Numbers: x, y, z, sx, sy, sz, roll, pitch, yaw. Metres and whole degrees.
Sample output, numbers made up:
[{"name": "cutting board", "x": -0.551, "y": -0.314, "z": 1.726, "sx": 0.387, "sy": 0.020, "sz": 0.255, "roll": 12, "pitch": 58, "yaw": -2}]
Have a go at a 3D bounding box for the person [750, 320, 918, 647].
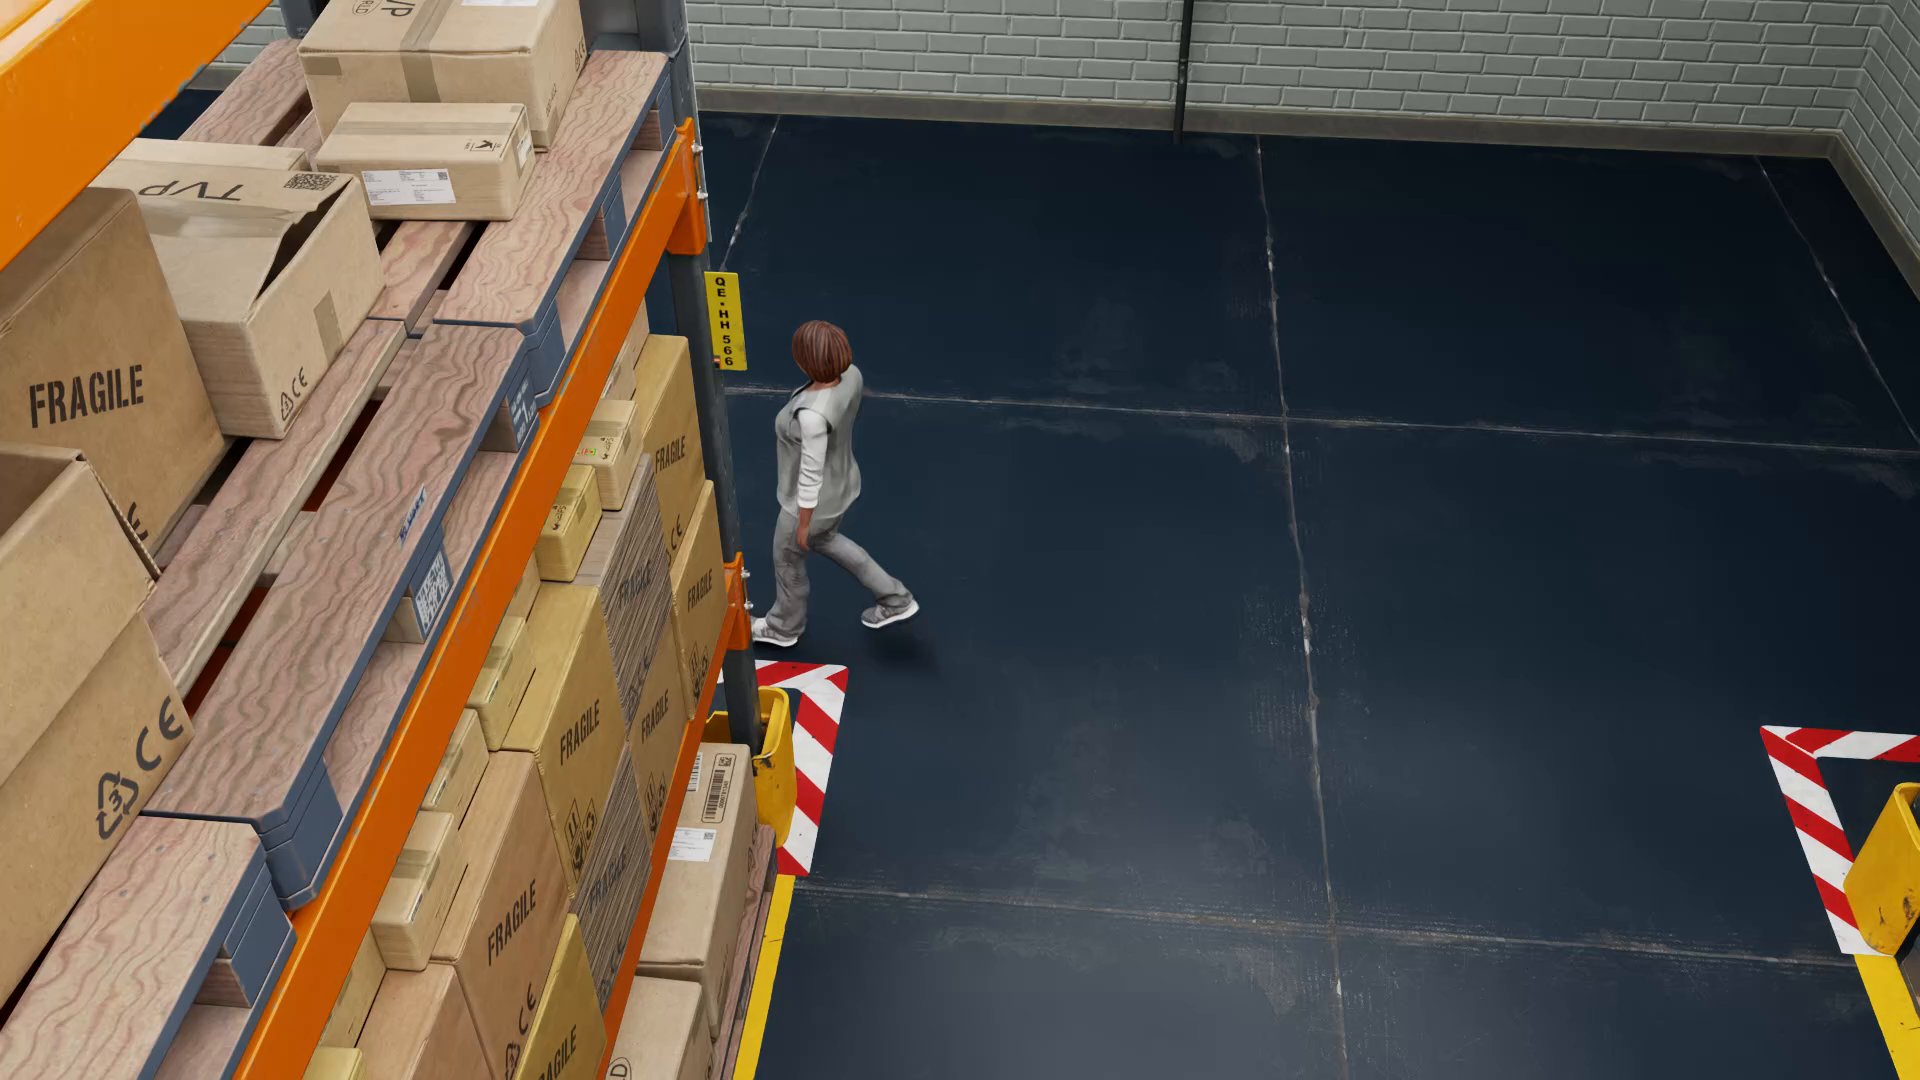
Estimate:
[{"name": "person", "x": -0.552, "y": -0.190, "z": 6.381, "sx": 0.742, "sy": 1.569, "sz": 0.424, "roll": 15, "pitch": 43, "yaw": 16}]
